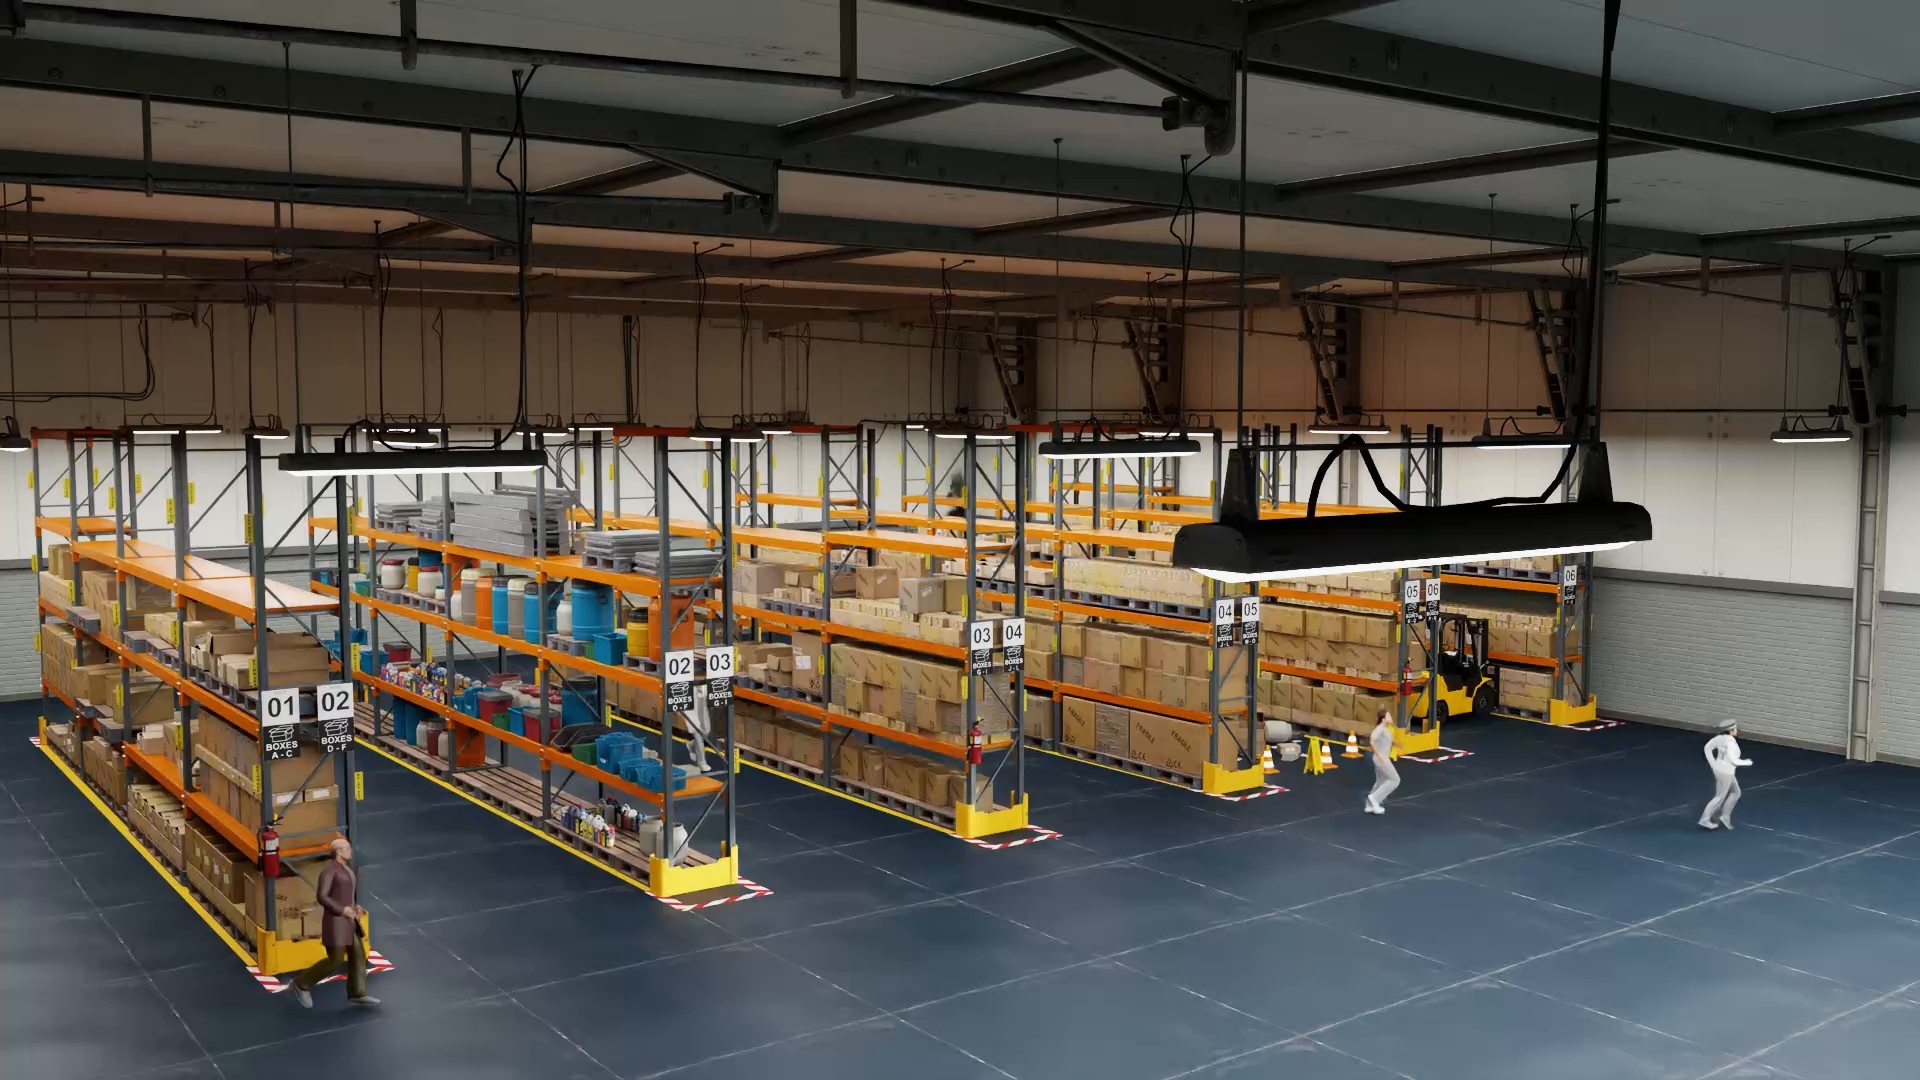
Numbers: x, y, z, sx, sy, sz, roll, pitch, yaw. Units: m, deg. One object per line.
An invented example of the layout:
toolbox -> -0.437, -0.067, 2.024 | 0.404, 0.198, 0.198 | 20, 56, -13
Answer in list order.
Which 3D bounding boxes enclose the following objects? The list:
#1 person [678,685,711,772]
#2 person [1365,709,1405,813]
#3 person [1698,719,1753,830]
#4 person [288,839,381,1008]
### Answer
person -> -4.634, 3.143, 29.236 | 0.709, 1.756, 0.955 | -3, 5, -35
person -> 6.666, 3.466, 26.070 | 0.592, 1.624, 0.548 | 1, 5, 15
person -> 11.498, 3.540, 24.987 | 0.737, 1.727, 0.562 | 1, 5, 9
person -> -6.598, 4.056, 17.727 | 0.947, 1.740, 0.770 | 0, 4, 0
